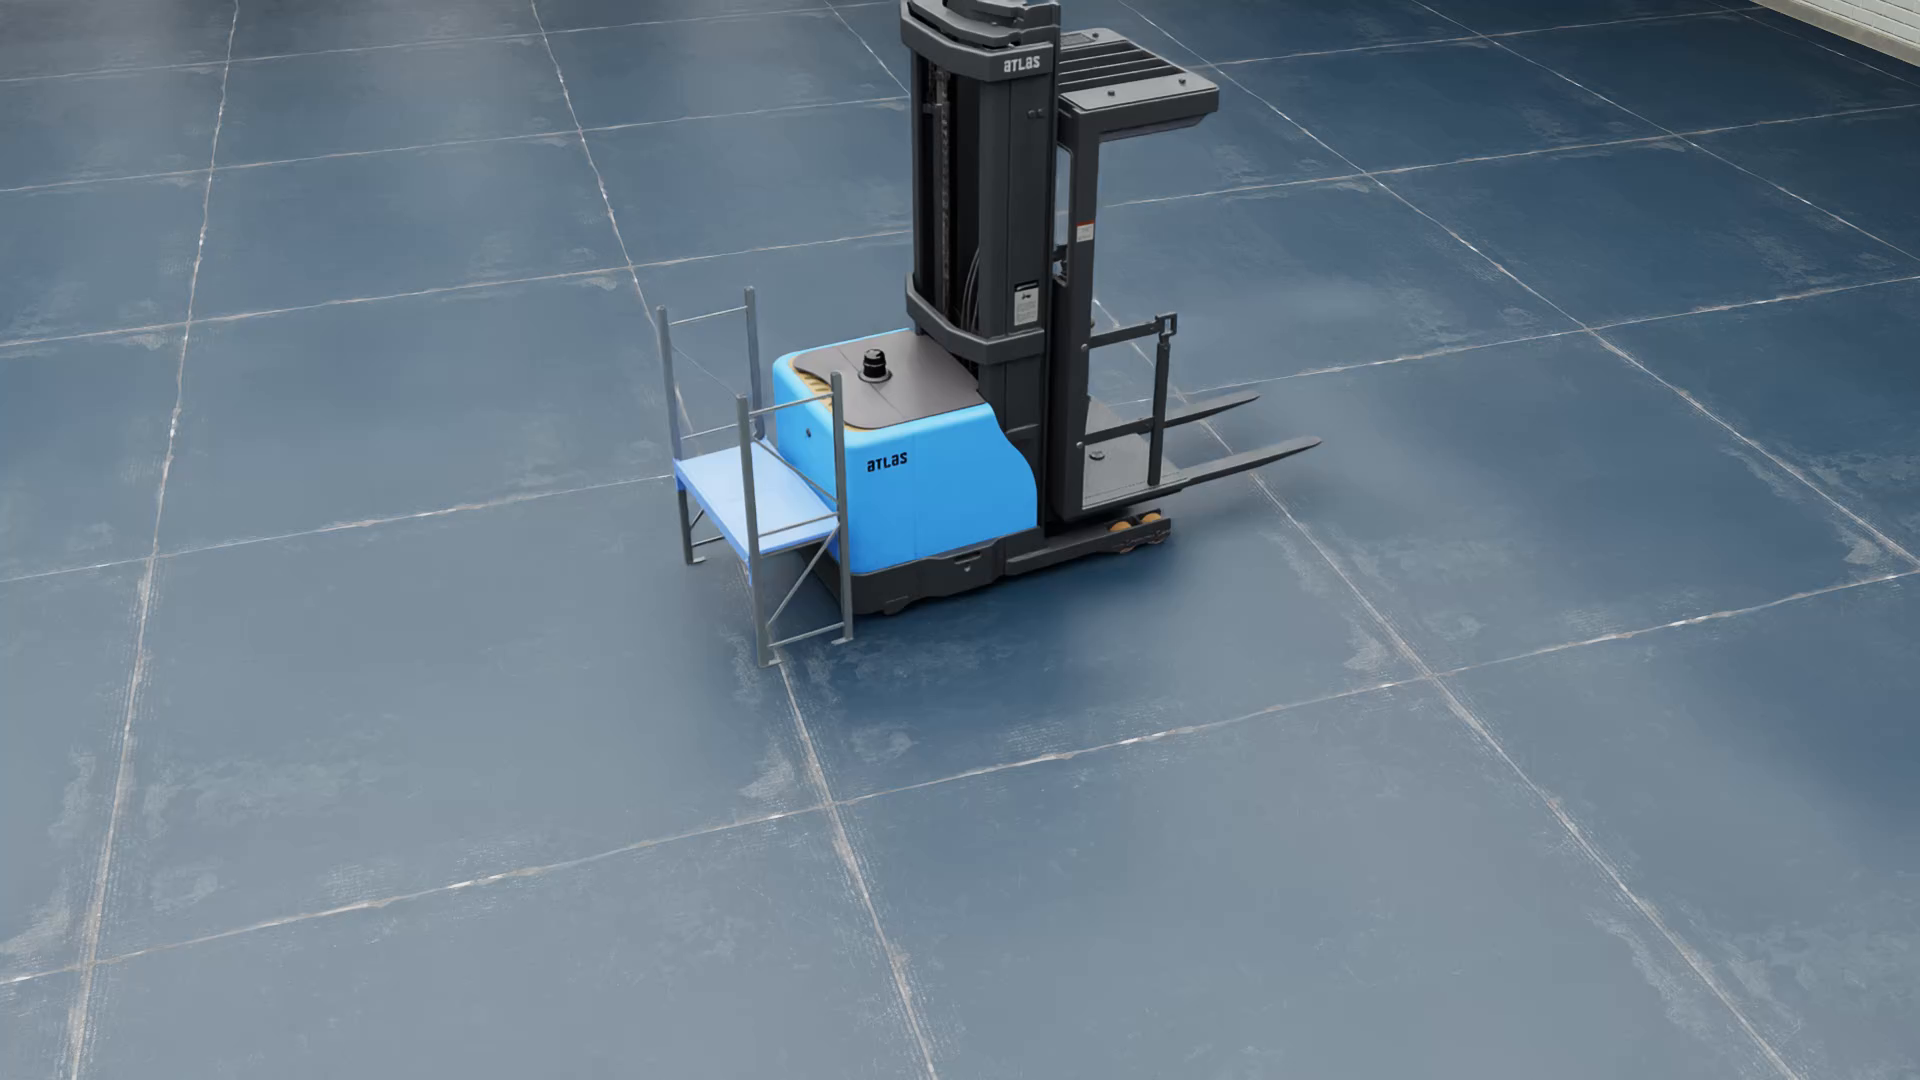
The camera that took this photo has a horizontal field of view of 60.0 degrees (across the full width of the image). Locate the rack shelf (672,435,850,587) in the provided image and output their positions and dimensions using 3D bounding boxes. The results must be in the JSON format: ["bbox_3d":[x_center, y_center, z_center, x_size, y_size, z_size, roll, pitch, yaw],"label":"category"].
[{"bbox_3d":[-1.003,-0.164,8.284,0.538,0.185,1.000,-17,37,-24],"label":"rack shelf"}]

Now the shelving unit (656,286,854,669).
[{"bbox_3d":[-1.003,-0.314,8.185,0.538,1.500,1.048,-17,37,-24],"label":"shelving unit"}]

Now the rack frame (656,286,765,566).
[{"bbox_3d":[-1.246,-0.560,8.557,0.500,1.500,0.032,-17,37,-24],"label":"rack frame"}]

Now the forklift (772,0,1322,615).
[{"bbox_3d":[0.574,-1.397,8.526,3.031,2.935,1.130,-15,36,-22],"label":"forklift"}]

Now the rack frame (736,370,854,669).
[{"bbox_3d":[-0.760,-0.068,7.812,0.500,1.500,0.032,-17,37,-24],"label":"rack frame"}]
